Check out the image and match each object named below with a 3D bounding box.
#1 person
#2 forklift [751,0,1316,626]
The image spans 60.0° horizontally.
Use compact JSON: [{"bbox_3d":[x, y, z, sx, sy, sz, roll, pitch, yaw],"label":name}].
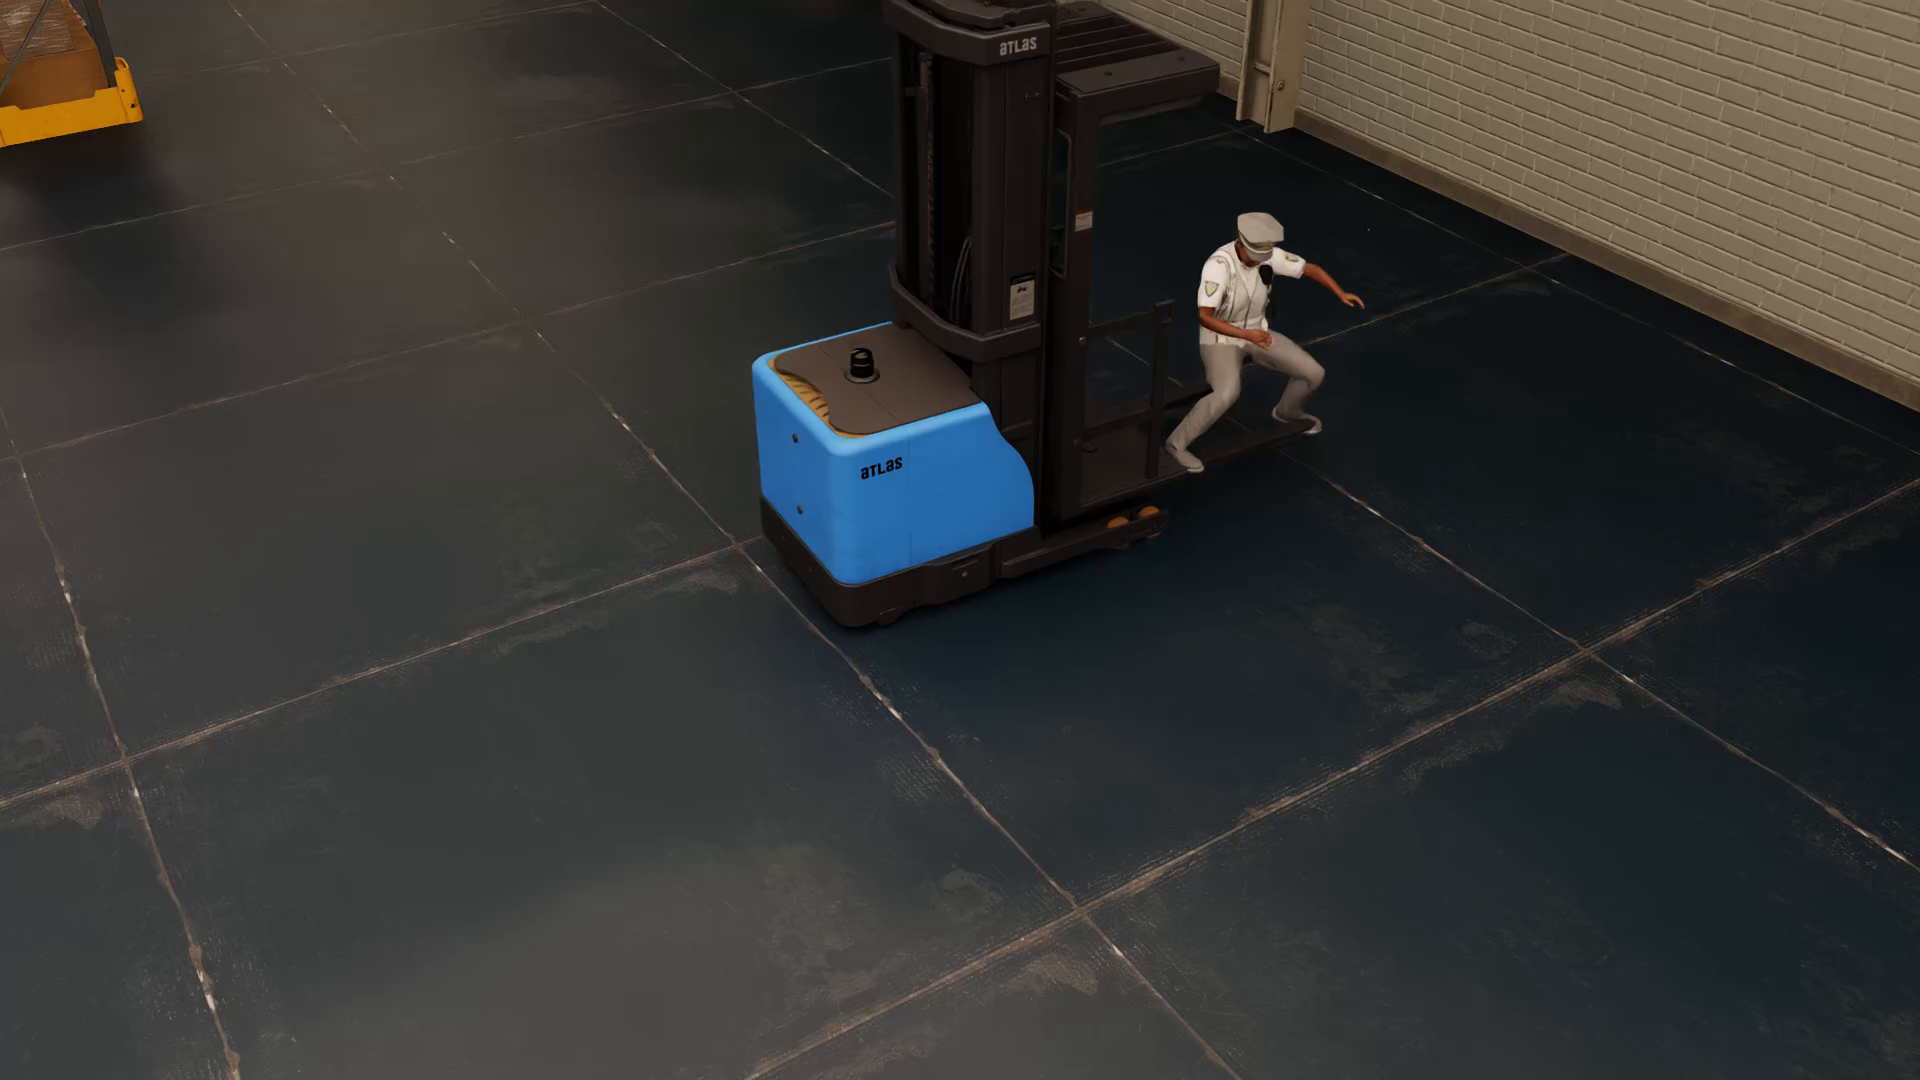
[{"bbox_3d":[1.576,-1.039,8.828,1.100,1.416,0.675,-14,37,-18],"label":"person"},{"bbox_3d":[0.503,-1.397,8.136,3.031,2.935,1.130,-18,39,-24],"label":"forklift"}]
